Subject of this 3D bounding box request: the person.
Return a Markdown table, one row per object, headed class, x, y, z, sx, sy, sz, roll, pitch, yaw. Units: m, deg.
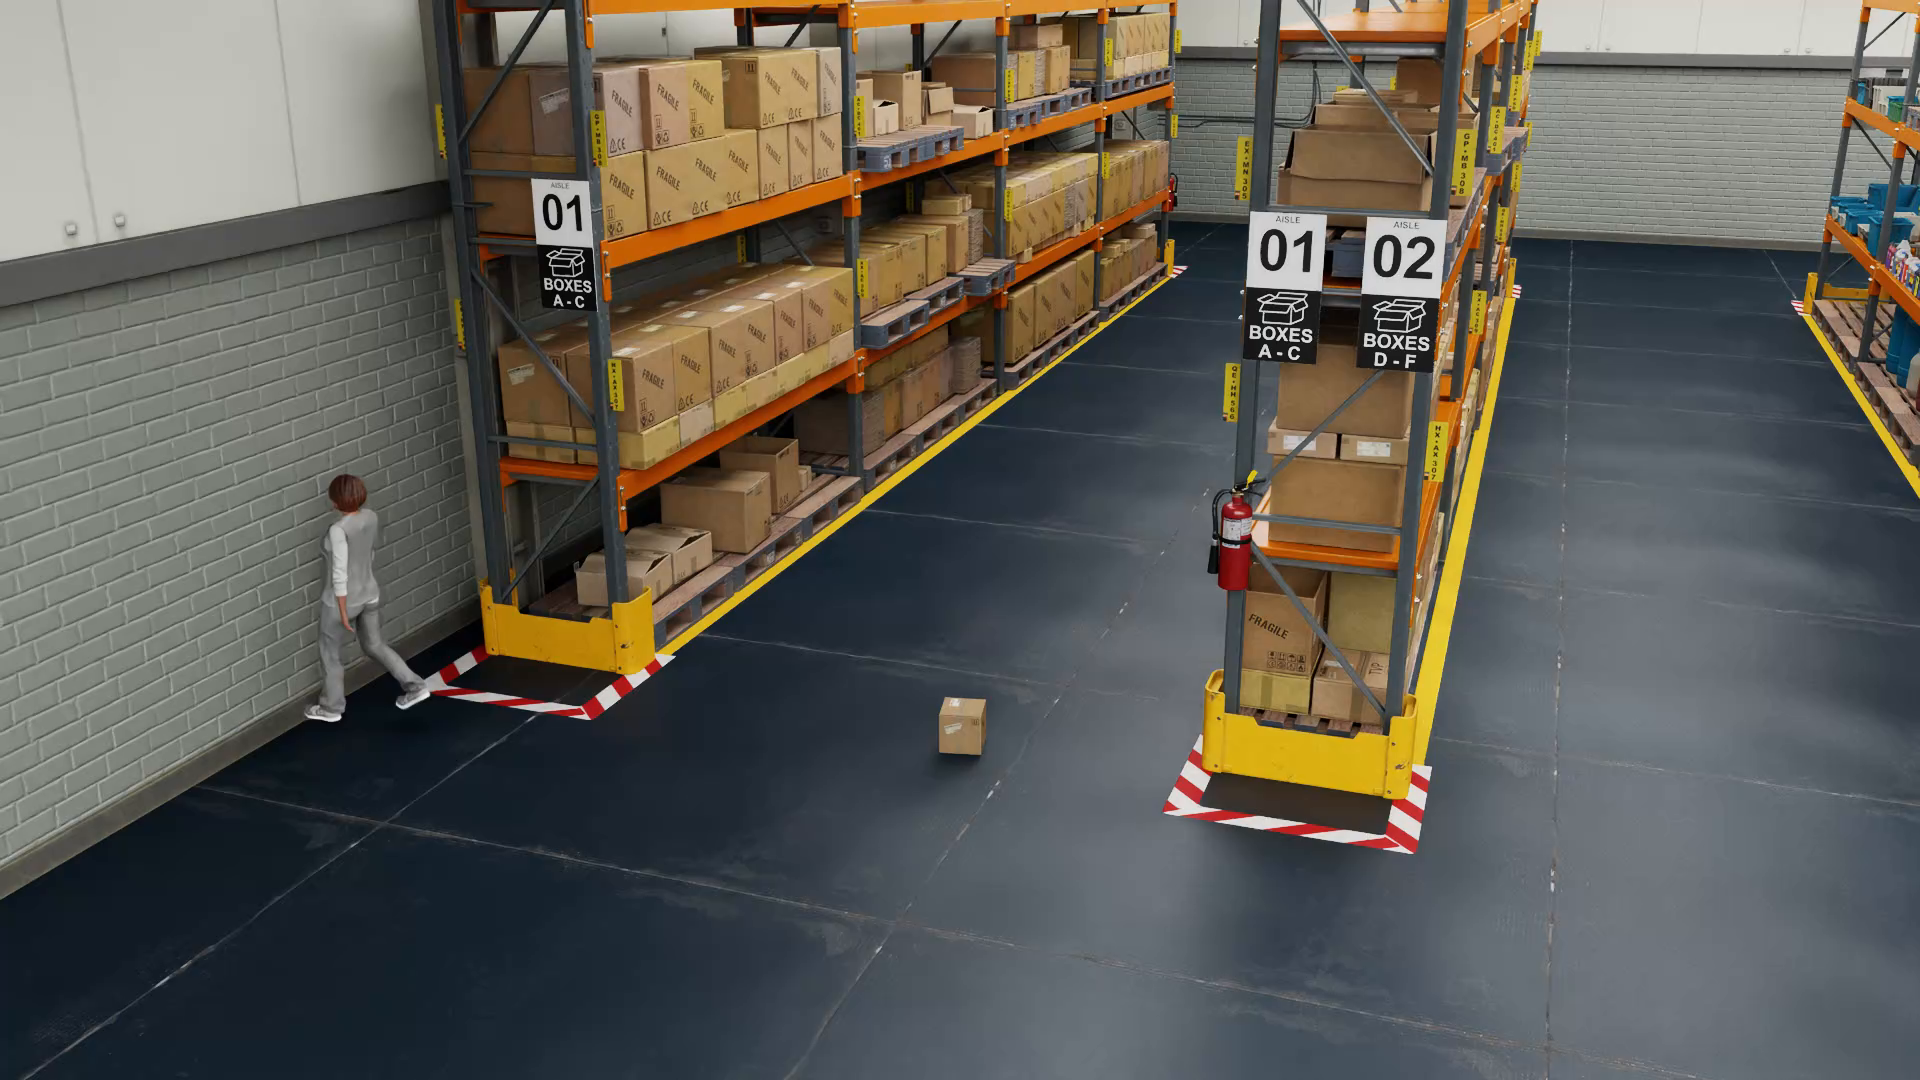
| class | x | y | z | sx | sy | sz | roll | pitch | yaw |
| --- | --- | --- | --- | --- | --- | --- | --- | --- | --- |
| person | -3.644 | 0.354 | 10.037 | 0.821 | 1.562 | 0.423 | 8 | 20 | 21 |
